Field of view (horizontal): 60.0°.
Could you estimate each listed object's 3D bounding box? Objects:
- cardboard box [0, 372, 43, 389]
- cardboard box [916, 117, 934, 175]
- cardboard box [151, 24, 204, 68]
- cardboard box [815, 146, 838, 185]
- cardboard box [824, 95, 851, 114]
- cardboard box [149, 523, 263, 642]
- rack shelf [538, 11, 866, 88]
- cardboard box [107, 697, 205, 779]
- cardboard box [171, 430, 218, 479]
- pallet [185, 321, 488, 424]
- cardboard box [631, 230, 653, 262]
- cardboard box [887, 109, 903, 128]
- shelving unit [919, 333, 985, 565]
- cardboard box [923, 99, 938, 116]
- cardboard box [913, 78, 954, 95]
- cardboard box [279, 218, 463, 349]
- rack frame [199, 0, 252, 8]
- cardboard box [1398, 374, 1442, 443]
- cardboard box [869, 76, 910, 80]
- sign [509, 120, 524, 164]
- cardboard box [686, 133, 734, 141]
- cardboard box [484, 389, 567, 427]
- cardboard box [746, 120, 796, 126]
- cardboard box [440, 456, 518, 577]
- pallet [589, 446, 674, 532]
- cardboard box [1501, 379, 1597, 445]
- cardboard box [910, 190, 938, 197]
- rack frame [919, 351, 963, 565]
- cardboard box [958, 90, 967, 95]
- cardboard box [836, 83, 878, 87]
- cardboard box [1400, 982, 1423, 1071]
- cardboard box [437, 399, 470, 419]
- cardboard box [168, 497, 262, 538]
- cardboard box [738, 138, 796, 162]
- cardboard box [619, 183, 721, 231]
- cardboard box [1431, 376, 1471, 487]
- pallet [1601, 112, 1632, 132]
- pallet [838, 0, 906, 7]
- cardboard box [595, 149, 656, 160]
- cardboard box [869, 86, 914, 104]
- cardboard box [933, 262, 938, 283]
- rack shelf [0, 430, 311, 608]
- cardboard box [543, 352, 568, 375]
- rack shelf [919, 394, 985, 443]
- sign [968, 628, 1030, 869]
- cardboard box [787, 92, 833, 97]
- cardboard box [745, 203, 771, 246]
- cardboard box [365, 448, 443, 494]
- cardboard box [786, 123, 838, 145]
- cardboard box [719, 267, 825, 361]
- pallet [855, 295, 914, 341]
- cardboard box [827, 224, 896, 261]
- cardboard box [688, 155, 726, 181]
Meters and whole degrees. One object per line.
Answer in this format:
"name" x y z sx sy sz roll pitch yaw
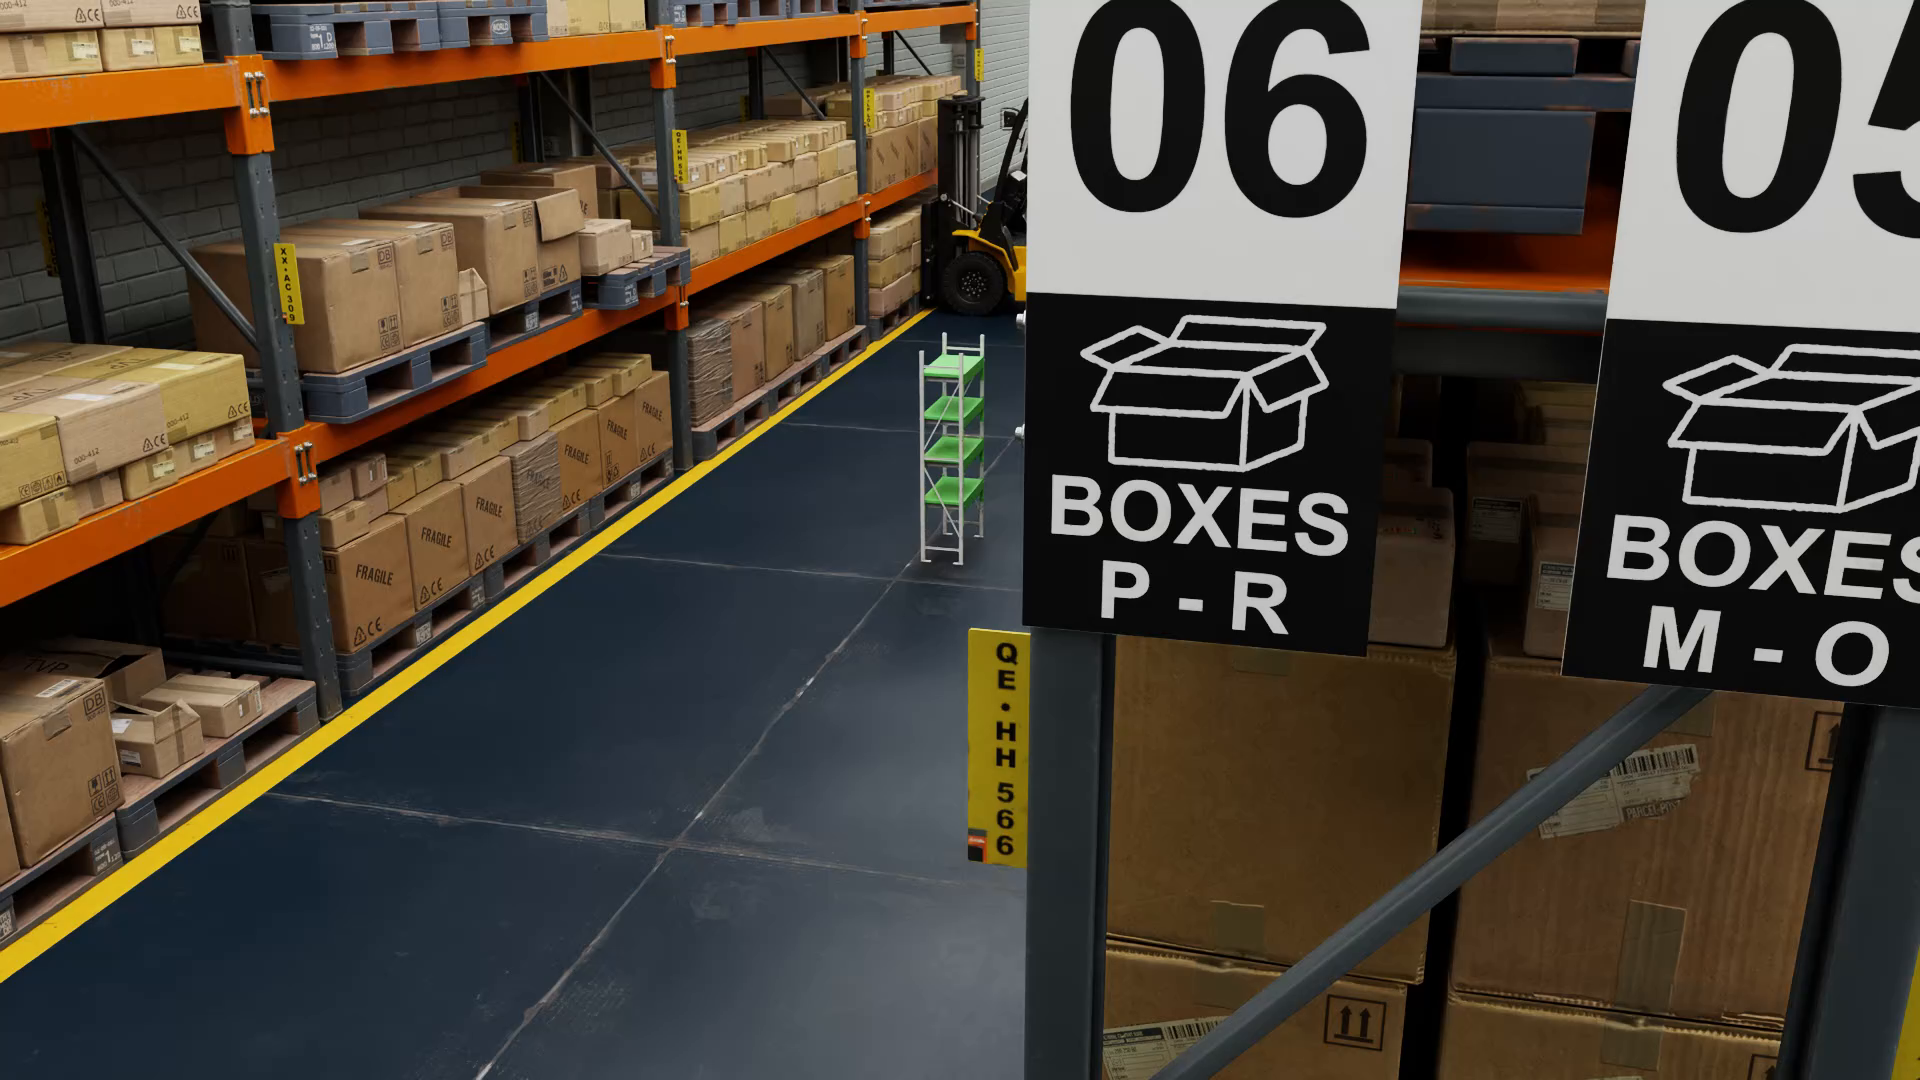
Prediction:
"cardboard box" -3.754 -0.448 6.130 0.500 0.250 0.500 4 19 13
"cardboard box" -0.561 -3.822 16.082 0.500 0.500 0.500 5 19 14
"cardboard box" -3.056 -1.834 6.165 0.380 0.149 0.250 5 19 13
"cardboard box" -1.291 -3.007 13.308 0.500 0.250 0.500 4 19 12
"cardboard box" -0.976 -3.839 14.668 0.380 0.149 0.250 5 19 14
"cardboard box" -3.422 0.137 7.862 0.500 0.500 0.500 5 19 13
"rack shelf" -1.789 -3.629 12.145 1.077 0.370 4.000 5 19 13
"cardboard box" -3.193 0.735 6.475 0.396 0.266 0.258 5 20 15
"cardboard box" -3.131 -0.348 6.453 0.380 0.149 0.250 5 20 15
"pallet" -2.954 -0.821 7.746 1.003 0.211 1.213 5 19 13
"cardboard box" -2.066 -1.767 9.959 0.380 0.149 0.250 5 19 14
"cardboard box" -0.737 -3.847 15.152 0.380 0.149 0.250 5 20 15
"shelving unit" -0.040 -0.516 9.342 0.258 1.200 0.503 5 19 13
"cardboard box" -0.426 -4.250 16.332 0.380 0.149 0.250 5 19 14
"cardboard box" -0.274 -4.633 16.993 0.380 0.149 0.250 5 20 15
"cardboard box" -2.793 -1.212 7.791 0.700 0.500 0.500 5 19 14
"rack frame" -3.255 -3.509 6.038 1.000 3.000 0.127 5 19 13
"cardboard box" 0.730 -0.302 3.225 0.380 0.149 0.250 4 19 13
"cardboard box" -0.738 -4.759 17.362 0.380 0.149 0.250 5 20 15
"sign" -2.817 -2.514 10.616 0.100 0.325 0.005 5 19 13
"cardboard box" -1.957 -3.043 12.797 0.380 0.149 0.250 5 19 13
"cardboard box" -2.465 -0.747 9.448 0.380 0.149 0.250 4 19 13
"cardboard box" -1.594 -3.438 13.955 0.380 0.149 0.250 4 19 12
"cardboard box" -2.672 -0.143 8.683 0.500 0.500 0.500 4 19 12
"pallet" -2.497 -0.373 10.452 1.003 0.211 1.213 5 19 13
"cardboard box" 1.154 -0.186 2.886 0.380 0.149 0.250 4 19 12
"cardboard box" -0.252 -3.472 17.269 0.500 0.250 0.500 5 19 14
"rack frame" -0.100 -0.439 9.118 0.240 1.200 0.015 5 19 13
"cardboard box" -0.136 -4.654 17.515 0.380 0.149 0.250 5 19 14
"cardboard box" -1.018 -4.355 16.178 0.380 0.149 0.250 5 19 14
"cardboard box" 1.074 0.639 3.021 0.500 0.500 0.500 4 19 13
"cardboard box" -2.971 -0.698 9.304 0.380 0.149 0.250 5 19 14
"cardboard box" -3.445 -0.130 7.643 0.380 0.149 0.250 4 19 11
"cardboard box" -1.442 -2.915 12.422 0.380 0.149 0.250 4 19 12
"cardboard box" -1.908 -2.207 10.966 0.500 0.250 0.500 5 19 13
"cardboard box" 1.334 -0.154 3.797 0.500 0.500 0.500 5 19 14
"pallet" 1.049 -1.019 3.528 1.003 0.211 1.213 5 19 13
"pallet" -1.117 -4.824 14.667 1.003 0.211 1.213 5 19 13
"cardboard box" -2.324 -2.645 11.633 0.380 0.149 0.250 4 19 12
"cardboard box" -0.653 -4.238 15.837 0.380 0.149 0.250 5 19 14
"cardboard box" -0.498 -2.680 16.498 0.500 0.250 0.500 5 20 15
"rack shelf" -3.744 0.298 5.288 1.077 0.370 4.000 5 19 13
"cardboard box" -2.707 -1.107 10.503 0.380 0.149 0.250 6 20 16
"rack shelf" -0.040 -0.683 9.285 0.258 0.148 0.480 5 19 13
"sign" 0.059 0.268 2.105 0.100 0.325 0.005 5 19 13
"cardboard box" -1.362 -3.955 15.009 0.380 0.149 0.250 4 19 13
"cardboard box" -1.686 -2.291 11.987 0.500 0.250 0.500 4 19 12
"cardboard box" -2.811 -0.345 8.271 0.380 0.149 0.250 4 19 12
"cardboard box" -1.214 -3.324 13.622 0.380 0.149 0.250 4 19 13
"cardboard box" -1.614 -1.845 13.473 0.875 0.625 0.625 4 19 13
"pallet" -1.065 -2.103 15.519 1.003 0.211 1.213 5 19 13
"cardboard box" -0.878 -2.675 14.935 0.500 0.250 0.500 4 19 13
"cardboard box" -1.812 -2.521 11.268 0.380 0.149 0.250 5 20 15
